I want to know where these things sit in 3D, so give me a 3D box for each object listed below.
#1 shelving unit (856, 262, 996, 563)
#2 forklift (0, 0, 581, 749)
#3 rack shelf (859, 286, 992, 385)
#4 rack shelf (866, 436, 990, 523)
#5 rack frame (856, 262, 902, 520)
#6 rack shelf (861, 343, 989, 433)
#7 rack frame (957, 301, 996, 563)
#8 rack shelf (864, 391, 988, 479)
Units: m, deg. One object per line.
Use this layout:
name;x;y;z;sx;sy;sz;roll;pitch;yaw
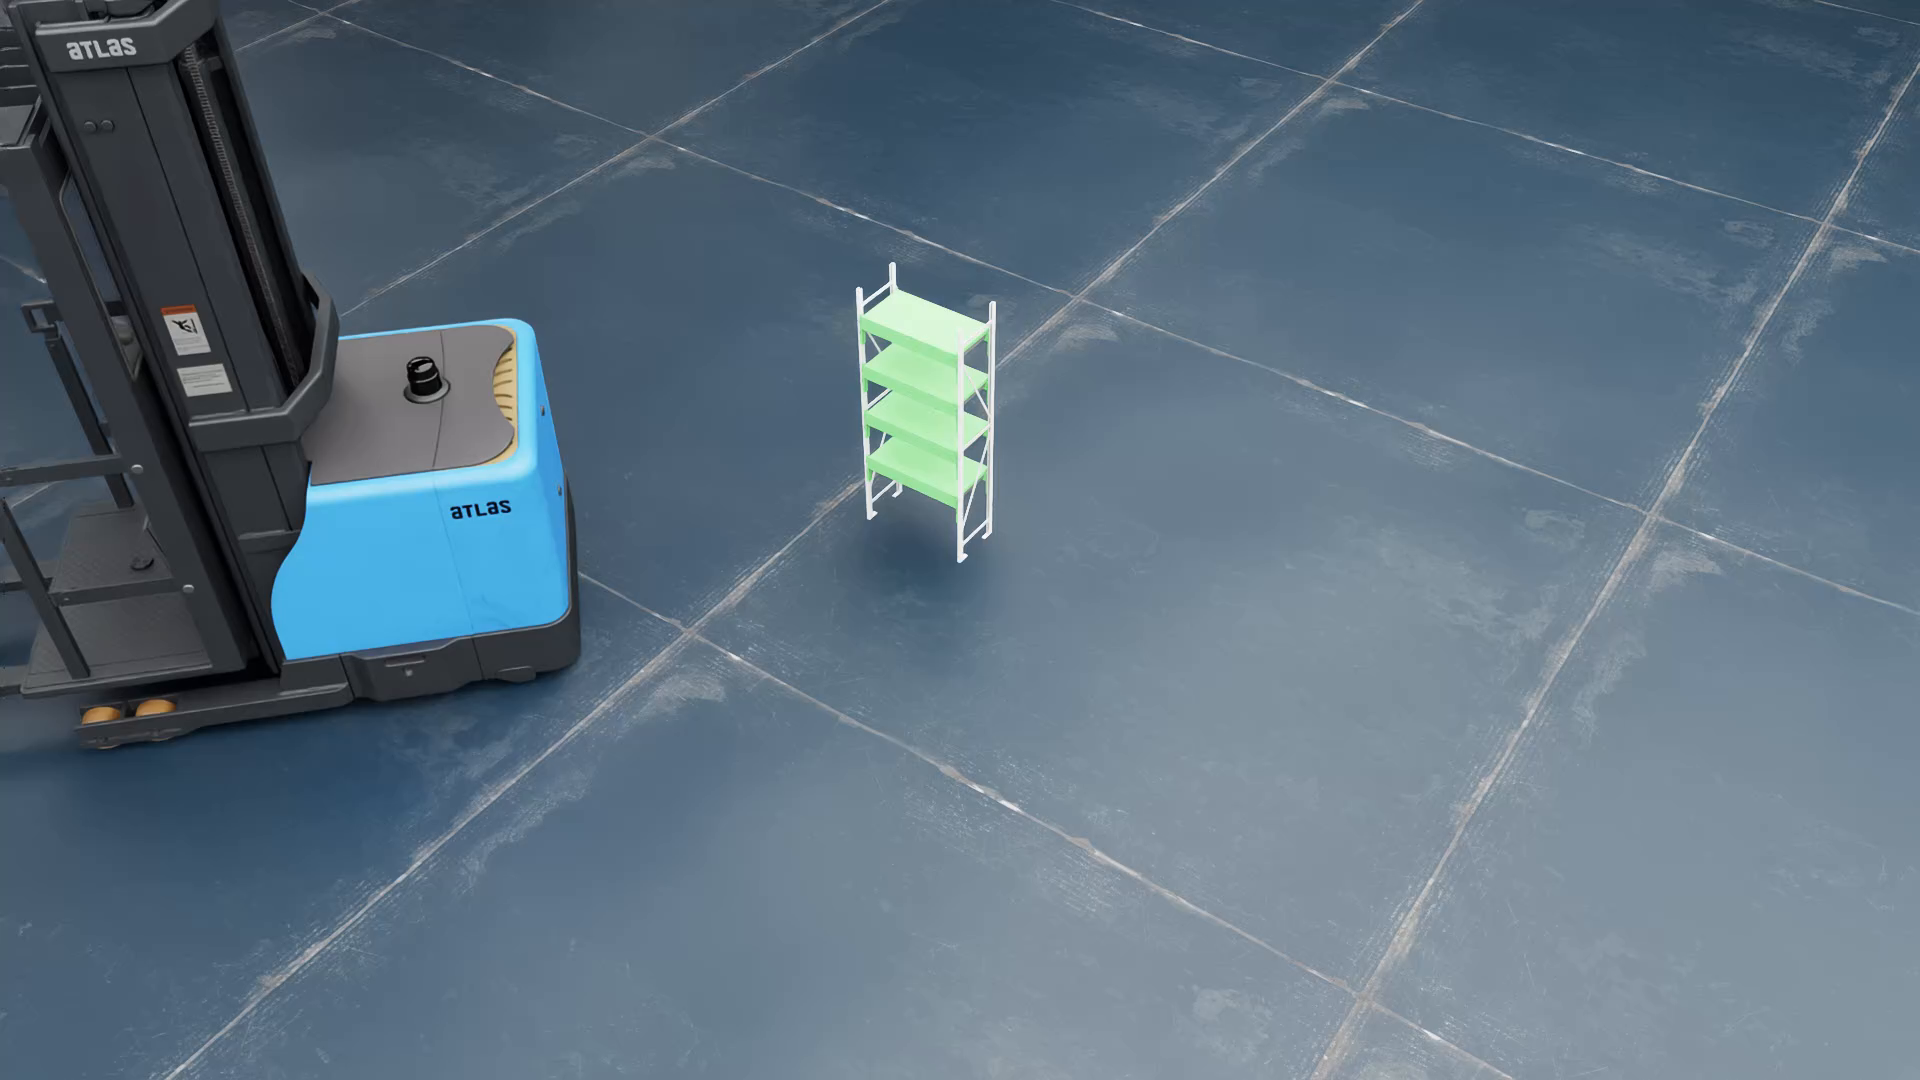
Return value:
shelving unit;-0.136;-0.511;6.921;0.503;1.200;0.258;25;48;25
forklift;-3.086;-0.681;5.813;3.031;2.935;1.130;-8;42;-9
rack shelf;-0.136;-0.821;6.643;0.480;0.148;0.258;25;48;25
rack shelf;-0.136;-0.284;7.123;0.480;0.148;0.258;25;48;25
rack frame;-0.335;-0.604;7.025;0.015;1.200;0.240;25;48;25
rack shelf;-0.136;-0.642;6.803;0.480;0.148;0.258;25;48;25
rack frame;0.064;-0.417;6.816;0.015;1.200;0.240;25;48;25
rack shelf;-0.136;-0.463;6.963;0.480;0.148;0.258;25;48;25
